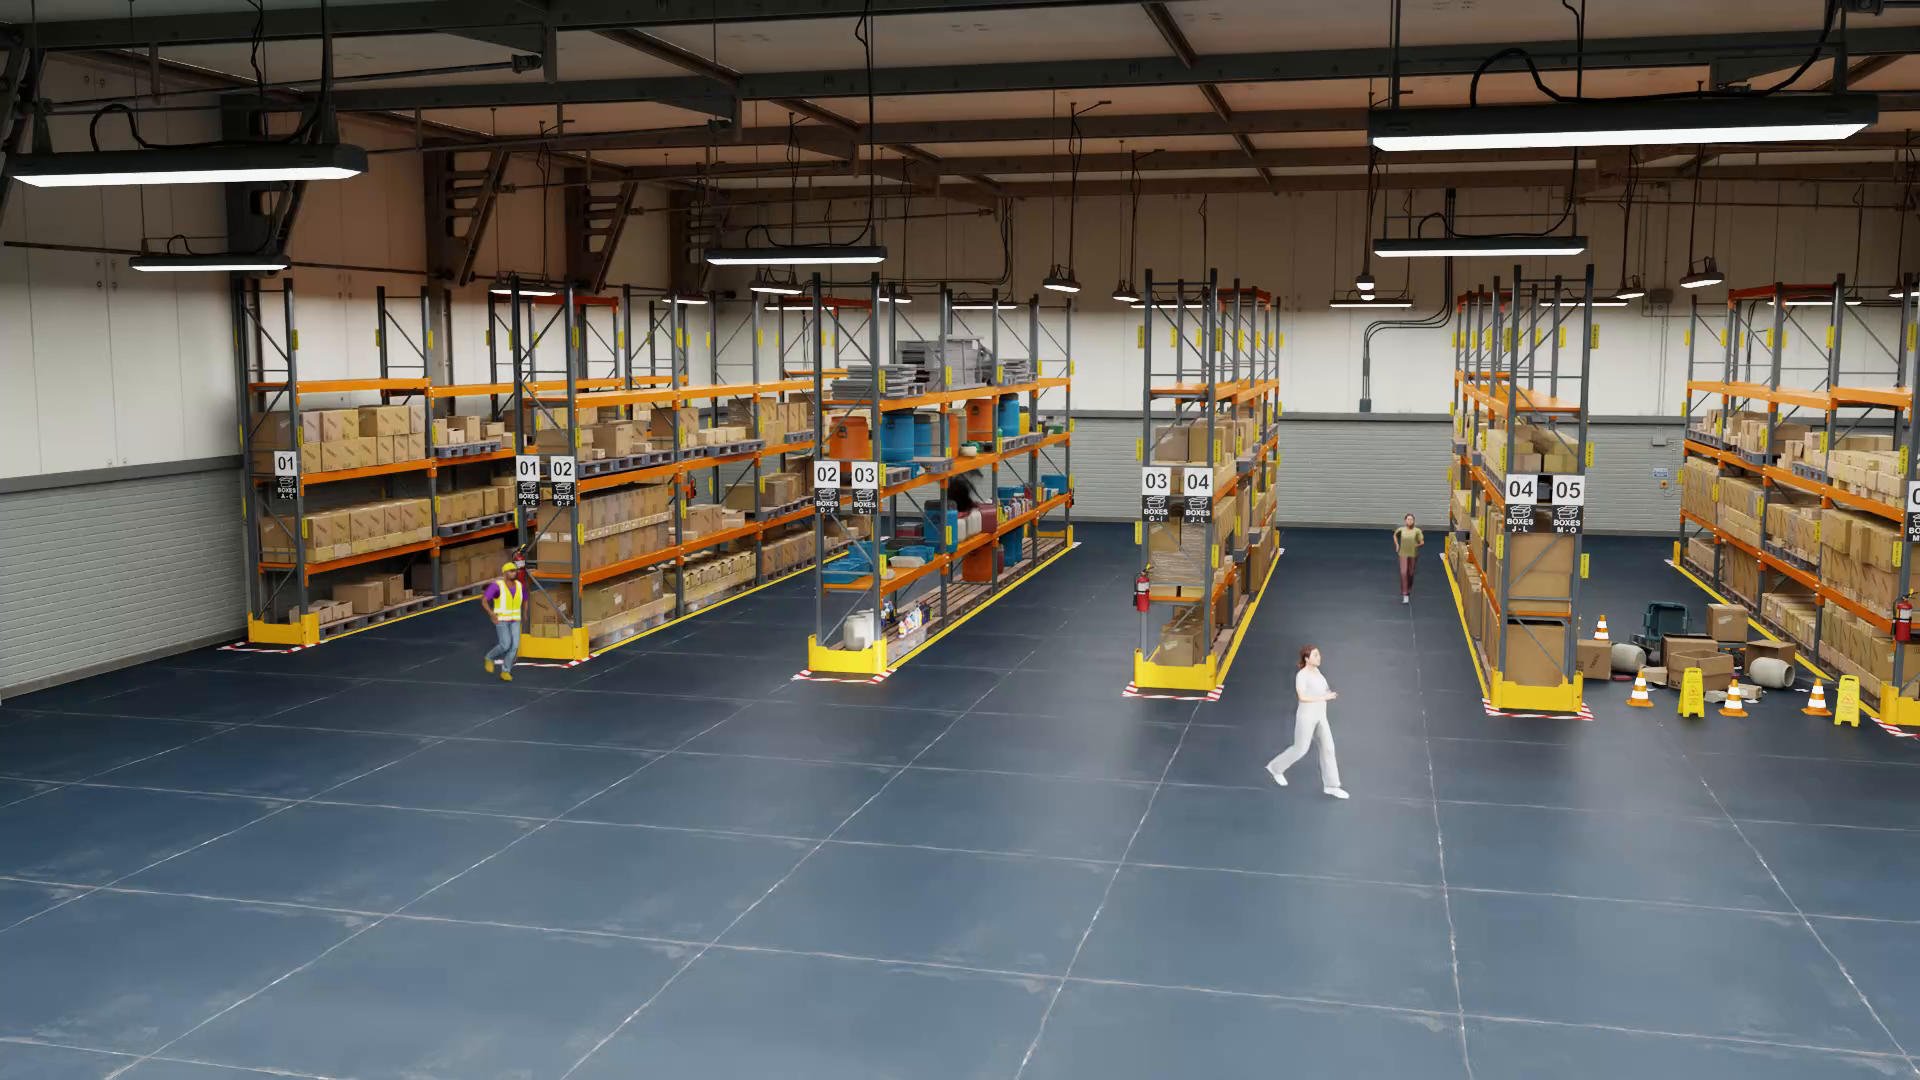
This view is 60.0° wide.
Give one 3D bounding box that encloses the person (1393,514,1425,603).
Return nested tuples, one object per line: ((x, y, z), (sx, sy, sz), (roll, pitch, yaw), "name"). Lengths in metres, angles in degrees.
((8.652, 0.325, 32.071), (0.577, 1.681, 0.957), (1, 7, 12), "person")

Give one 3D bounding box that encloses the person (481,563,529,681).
((-6.737, 1.199, 24.758), (0.589, 1.739, 0.733), (7, 9, 44), "person")

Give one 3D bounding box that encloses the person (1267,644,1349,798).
((3.853, 1.964, 18.298), (0.970, 1.653, 0.564), (6, 9, 42), "person")
